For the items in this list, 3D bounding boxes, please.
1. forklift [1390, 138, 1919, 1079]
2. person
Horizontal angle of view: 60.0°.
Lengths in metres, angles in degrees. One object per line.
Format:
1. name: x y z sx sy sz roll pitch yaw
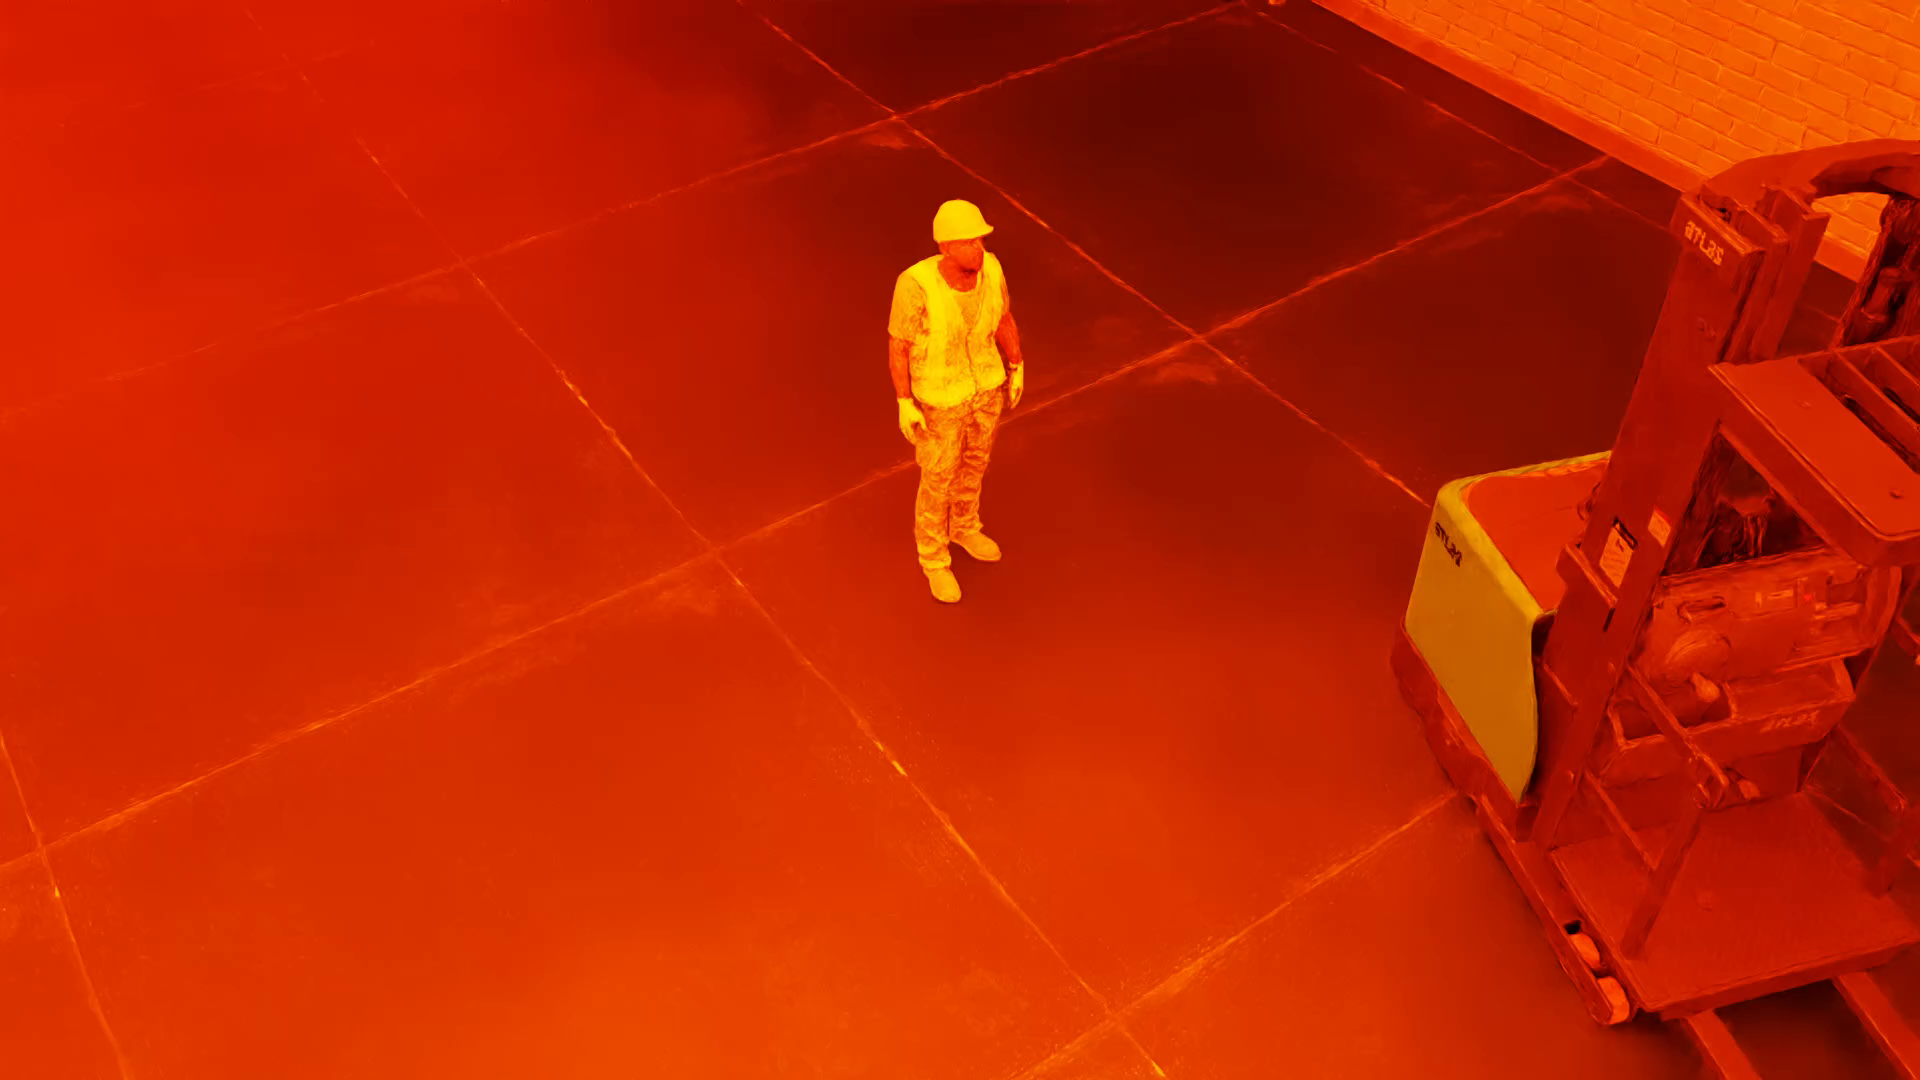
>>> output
1. forklift: 2.734 0.364 5.321 1.130 2.935 3.031 -10 44 -11
2. person: 0.035 -0.618 7.222 0.655 1.782 0.576 -25 48 -25
